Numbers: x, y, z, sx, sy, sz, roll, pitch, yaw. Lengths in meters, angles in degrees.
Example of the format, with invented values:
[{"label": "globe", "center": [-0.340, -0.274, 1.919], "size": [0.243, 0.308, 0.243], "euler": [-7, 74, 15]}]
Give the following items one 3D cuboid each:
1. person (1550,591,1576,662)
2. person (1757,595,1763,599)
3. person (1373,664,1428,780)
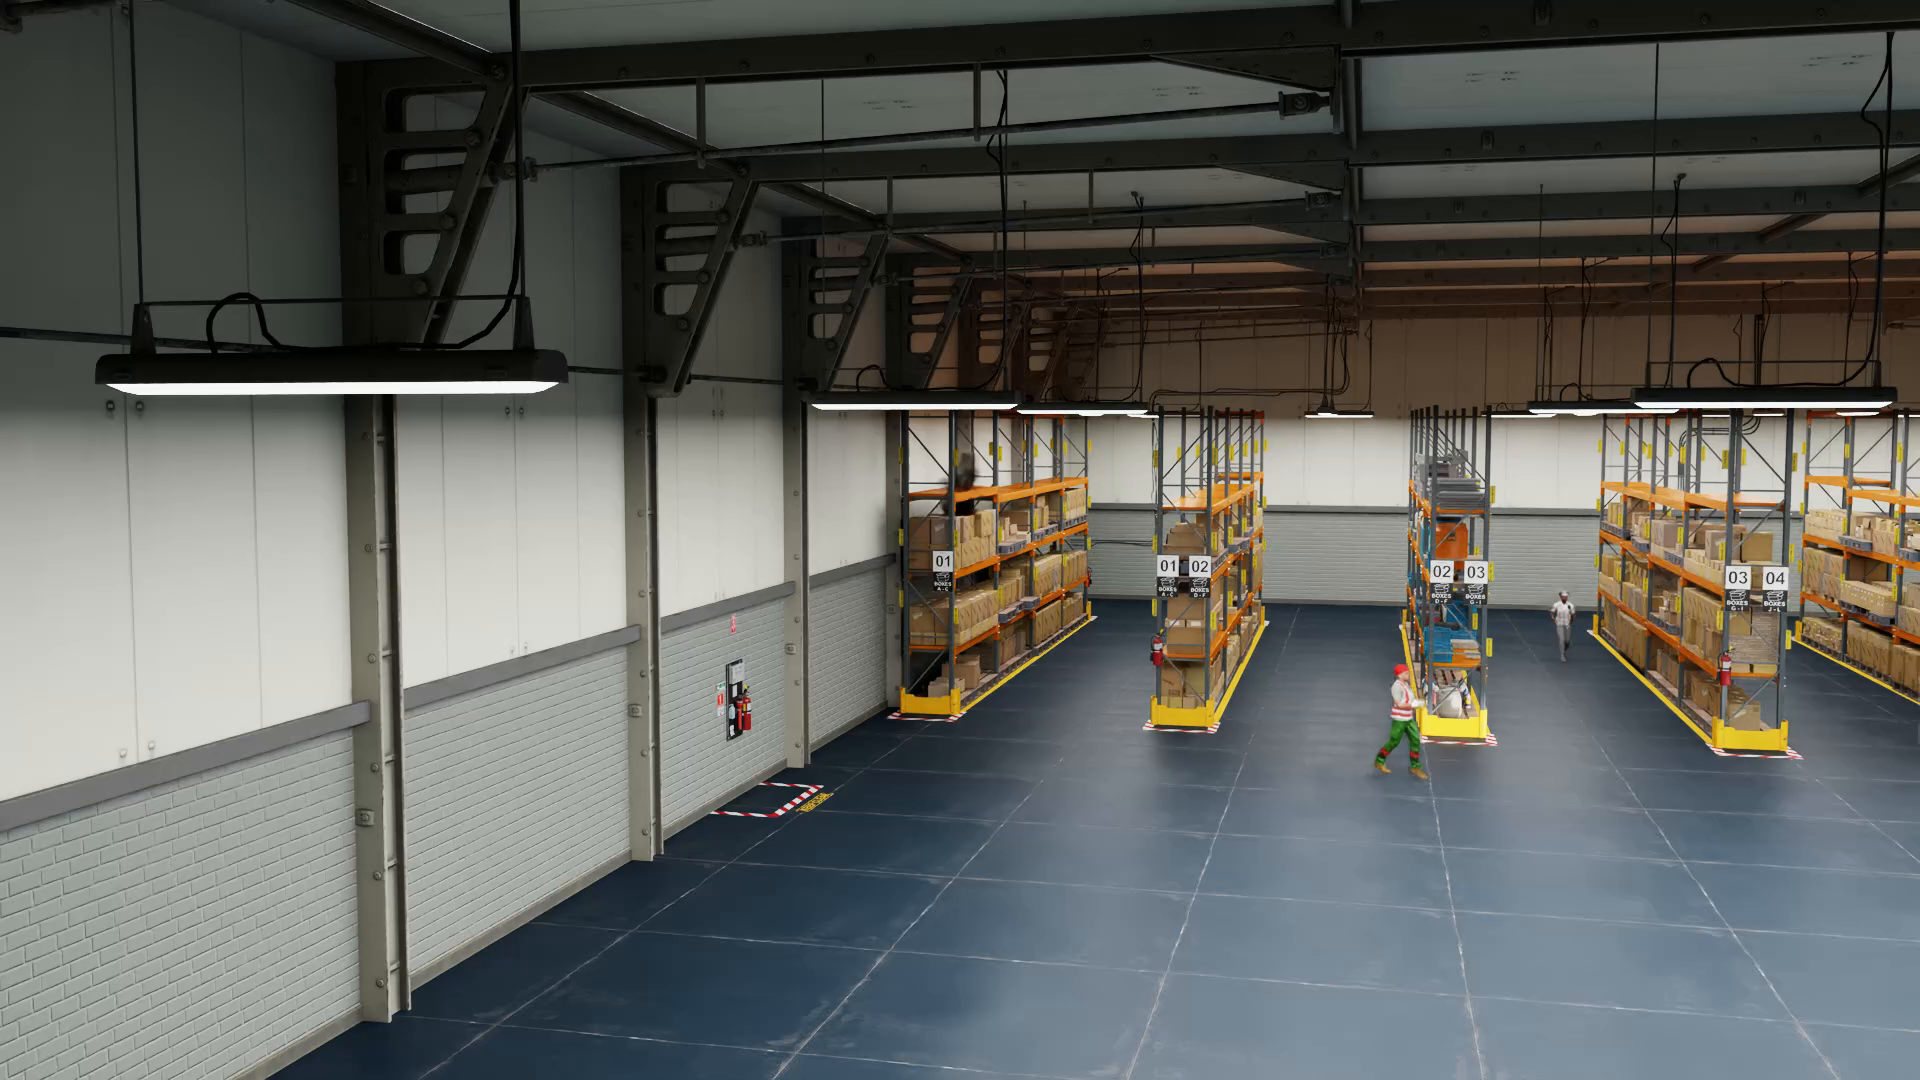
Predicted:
[{"label": "person", "center": [14.434, 2.038, 39.824], "size": [0.586, 1.682, 0.654], "euler": [1, 4, 13]}, {"label": "person", "center": [21.304, 1.694, 44.274], "size": [0.569, 1.714, 0.758], "euler": [-1, 4, -9]}, {"label": "person", "center": [7.075, 2.899, 26.655], "size": [0.862, 1.835, 0.653], "euler": [3, 5, 37]}]
